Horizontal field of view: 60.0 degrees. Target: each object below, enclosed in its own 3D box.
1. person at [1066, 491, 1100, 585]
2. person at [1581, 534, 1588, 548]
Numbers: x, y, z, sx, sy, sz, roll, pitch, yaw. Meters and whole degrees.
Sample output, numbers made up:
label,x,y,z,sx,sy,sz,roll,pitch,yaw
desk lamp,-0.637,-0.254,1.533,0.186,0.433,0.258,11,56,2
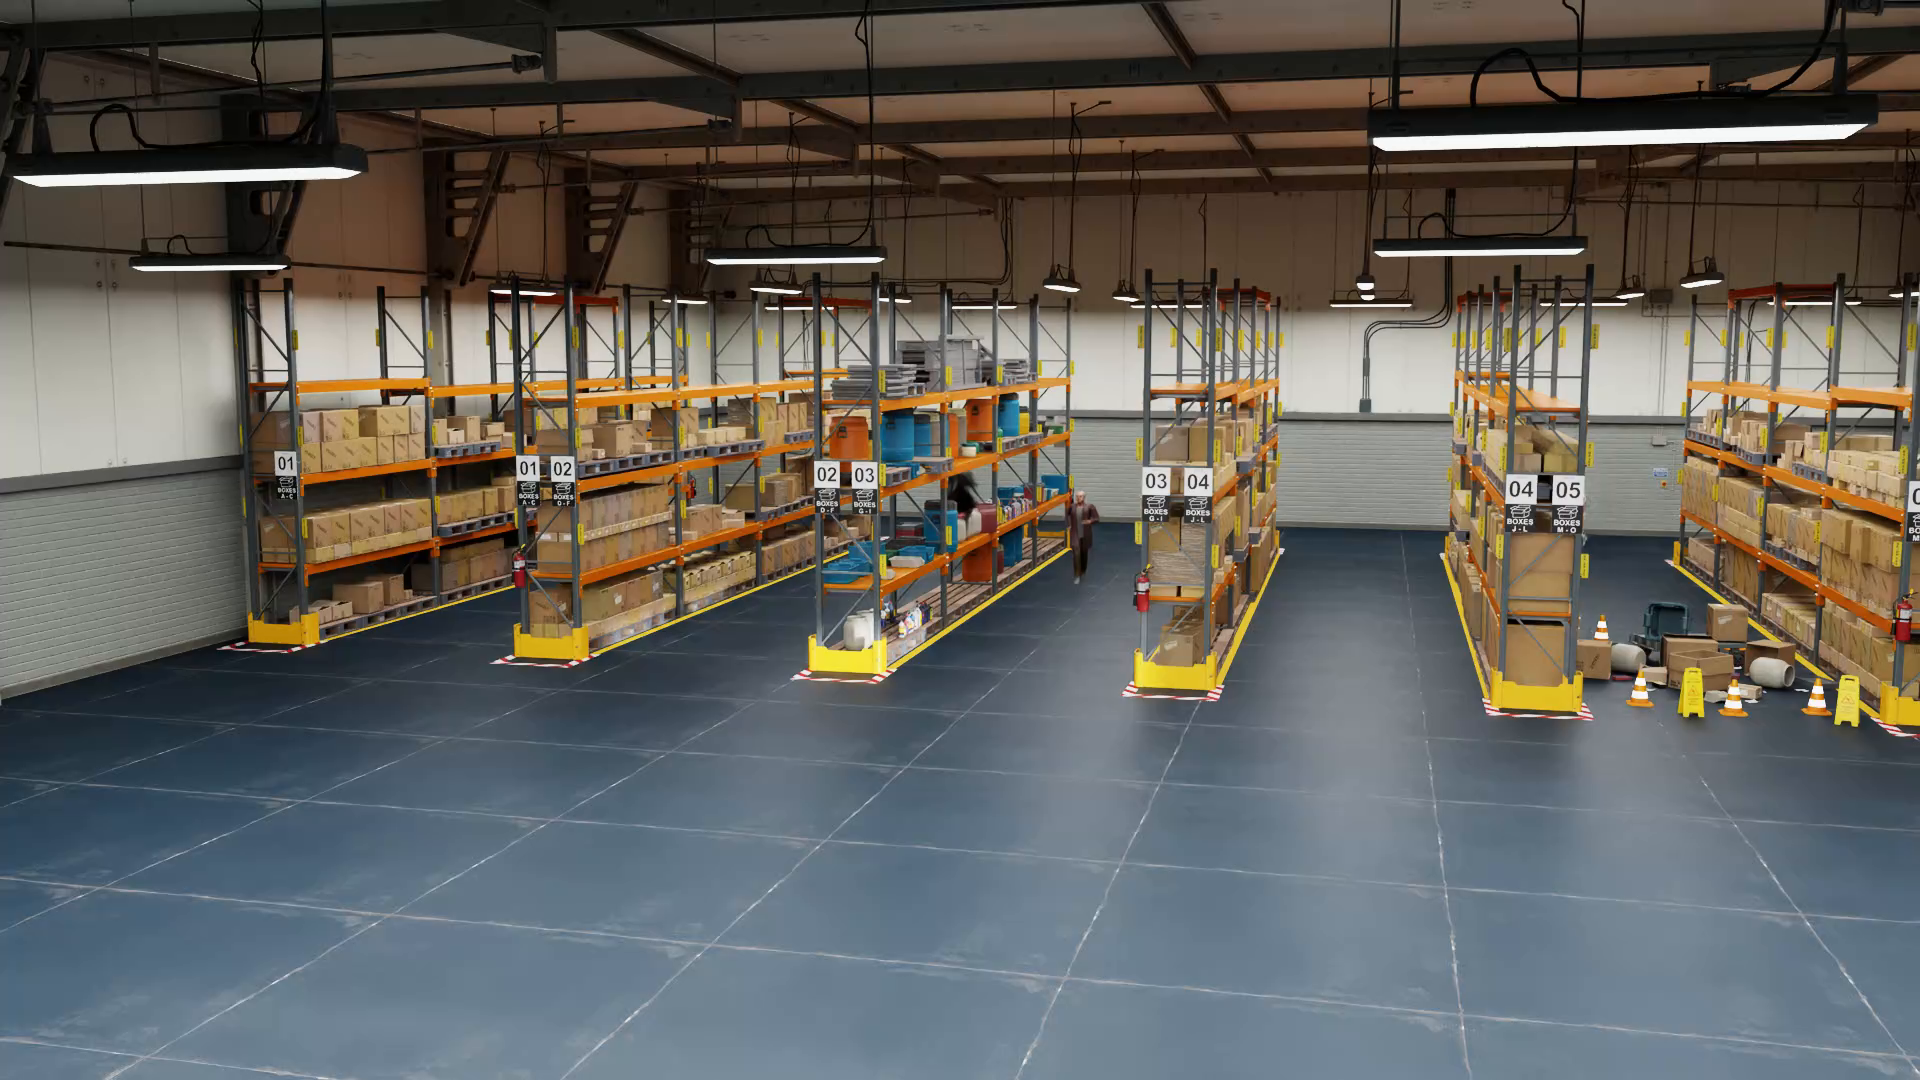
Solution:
label,x,y,z,sx,sy,sz,roll,pitch,yaw
person,2.402,0.066,32.720,0.686,1.569,0.951,1,7,9
person,14.472,-0.544,39.156,0.754,1.740,0.654,0,7,-1
